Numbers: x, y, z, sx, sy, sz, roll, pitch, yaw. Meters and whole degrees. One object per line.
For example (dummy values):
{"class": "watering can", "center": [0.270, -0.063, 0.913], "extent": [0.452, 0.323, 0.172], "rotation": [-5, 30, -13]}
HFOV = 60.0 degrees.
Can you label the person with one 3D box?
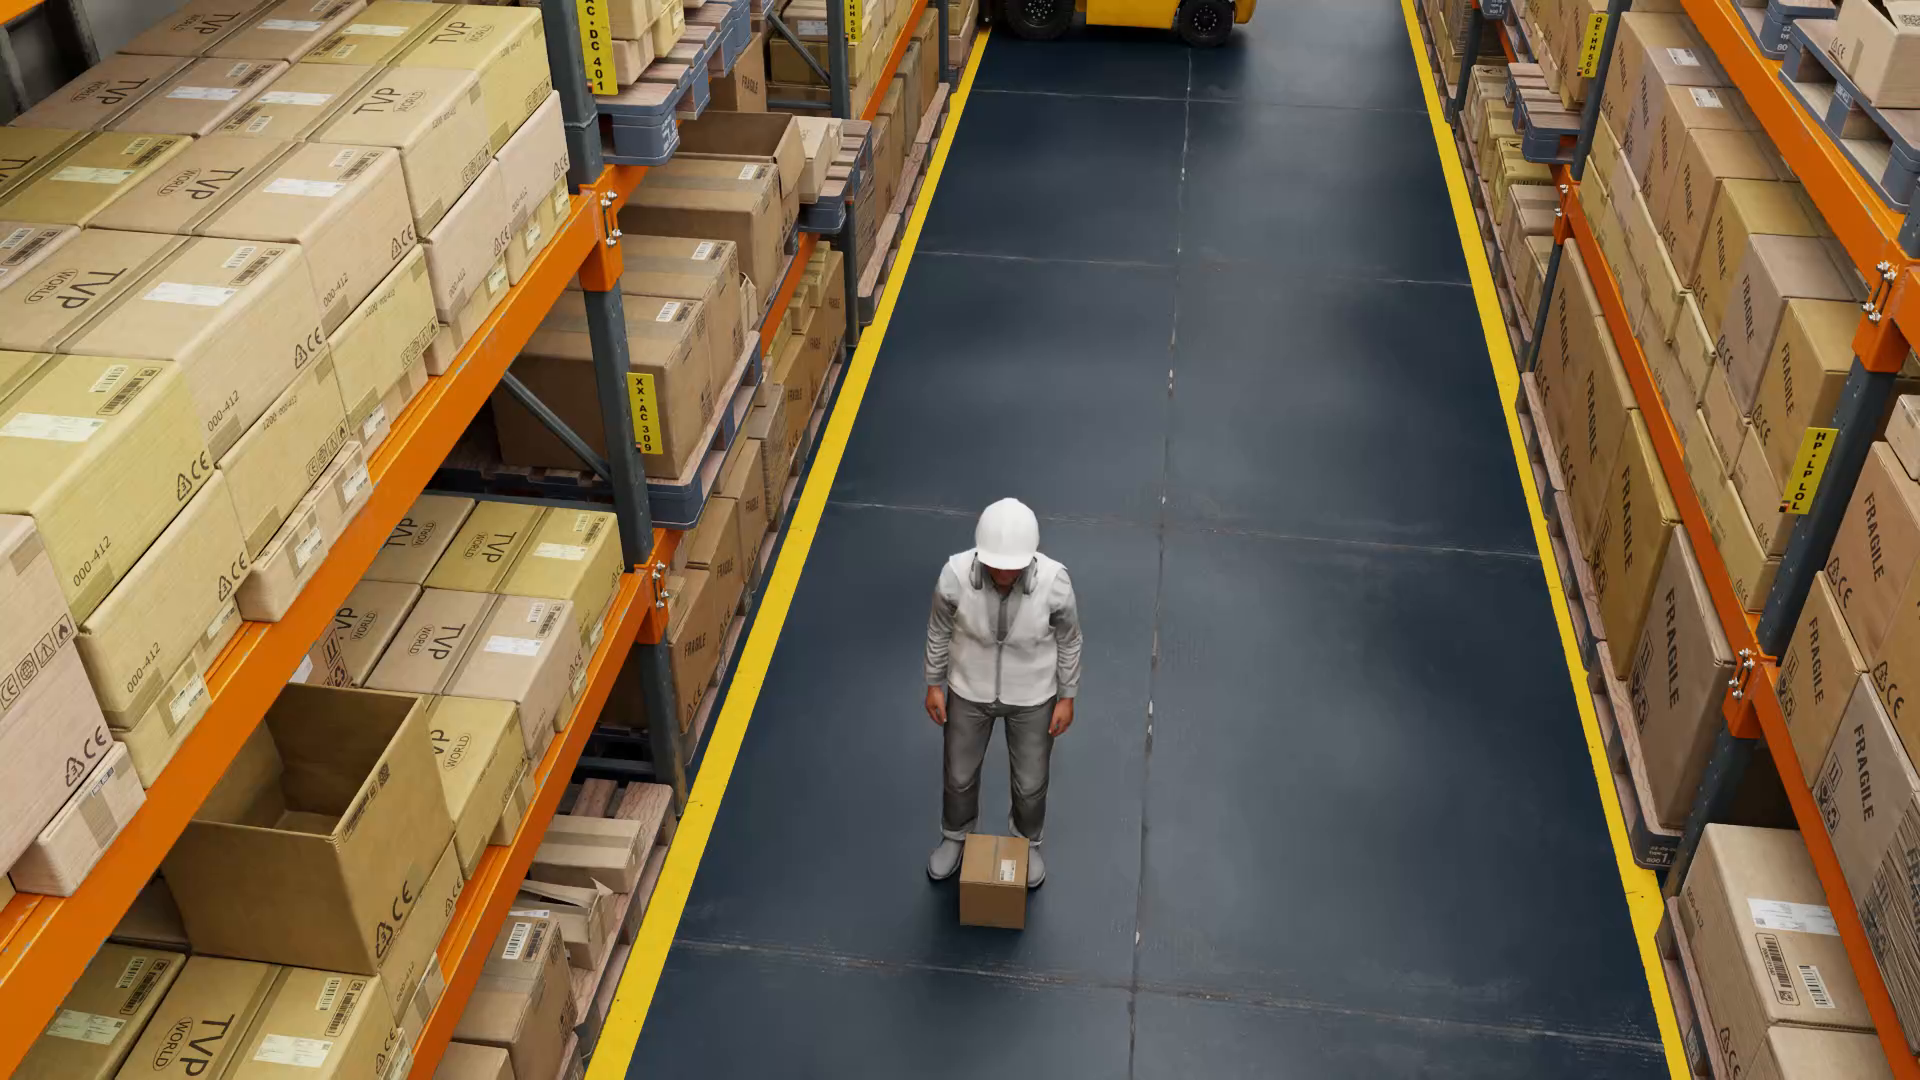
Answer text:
{"class": "person", "center": [0.155, 0.562, 6.241], "extent": [0.581, 1.772, 0.460], "rotation": [5, 36, 6]}
